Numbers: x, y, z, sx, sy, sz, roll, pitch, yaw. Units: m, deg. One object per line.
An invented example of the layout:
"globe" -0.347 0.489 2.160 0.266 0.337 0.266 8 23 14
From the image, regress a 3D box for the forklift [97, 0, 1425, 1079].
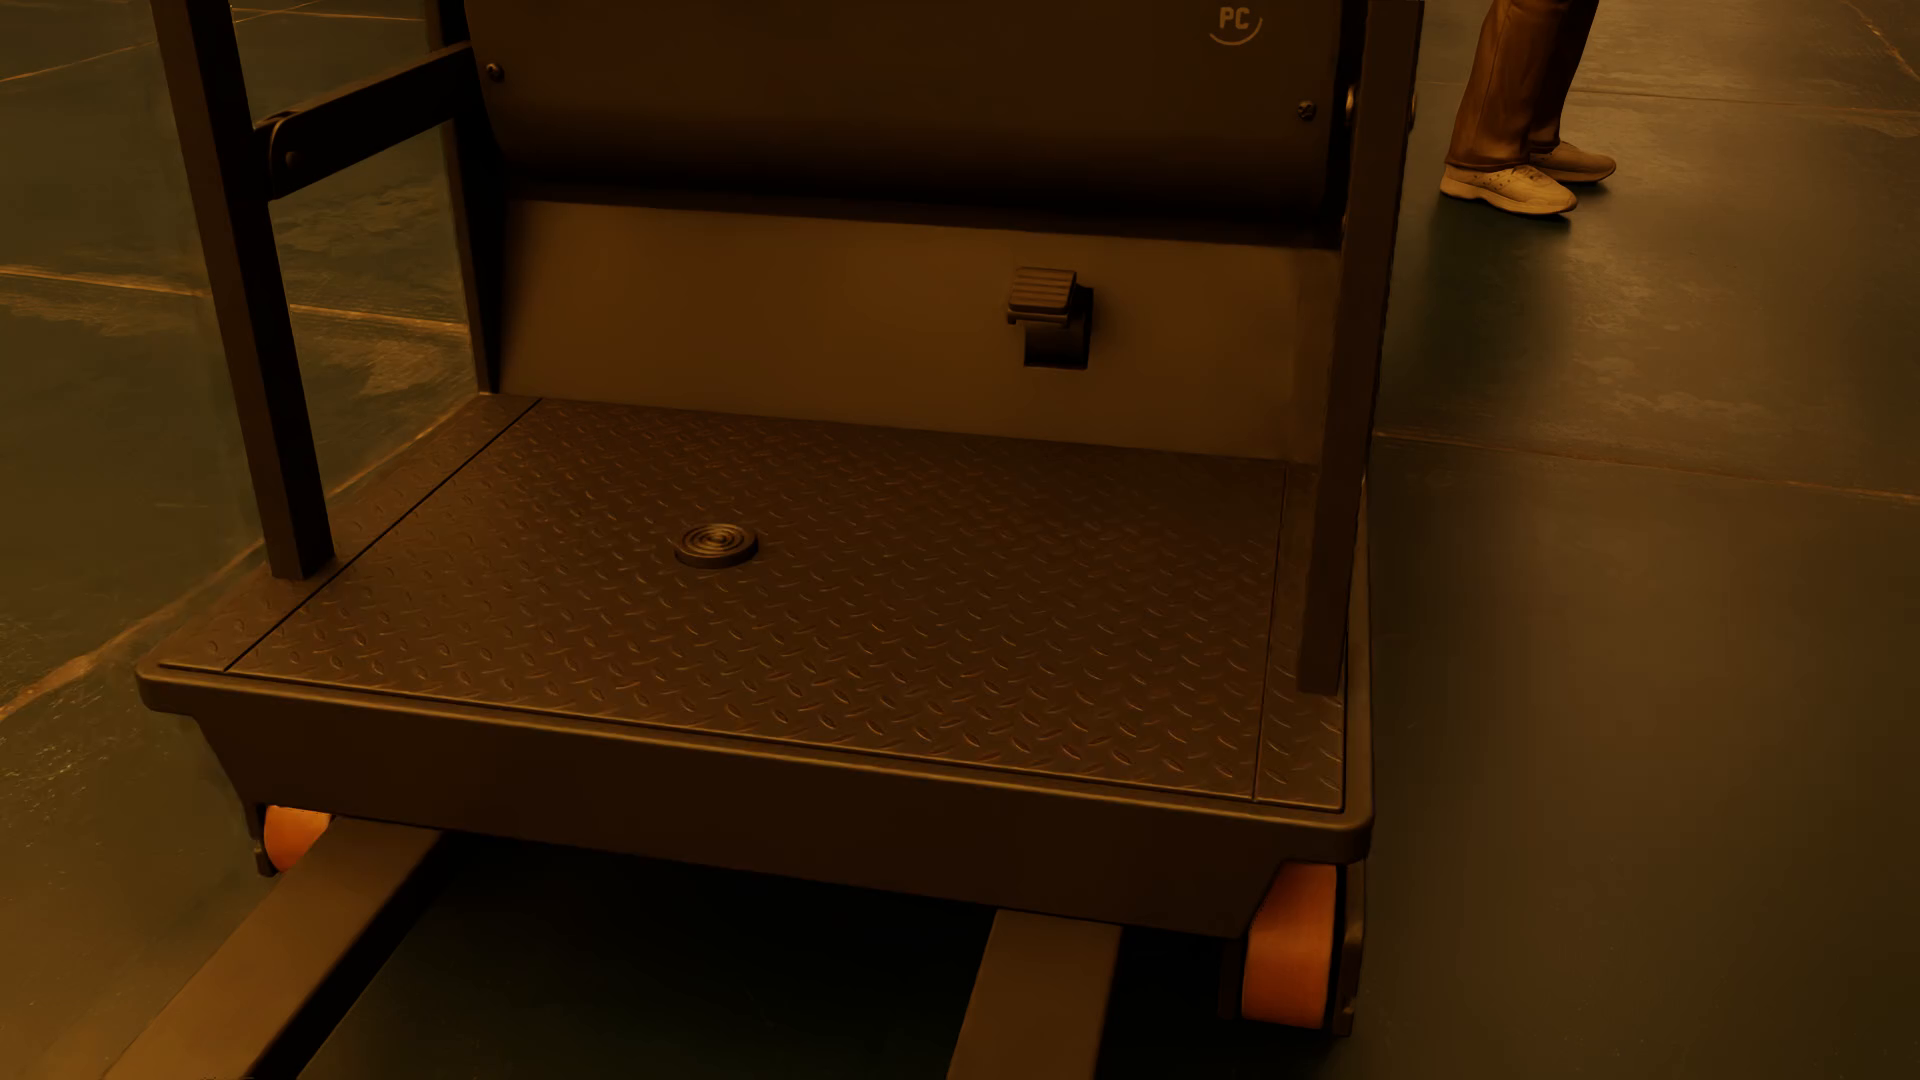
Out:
"forklift" -0.114 -1.027 1.288 1.130 2.935 3.031 6 28 11

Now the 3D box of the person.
"person" 1.444 -1.707 3.896 0.417 1.772 0.647 15 31 27
